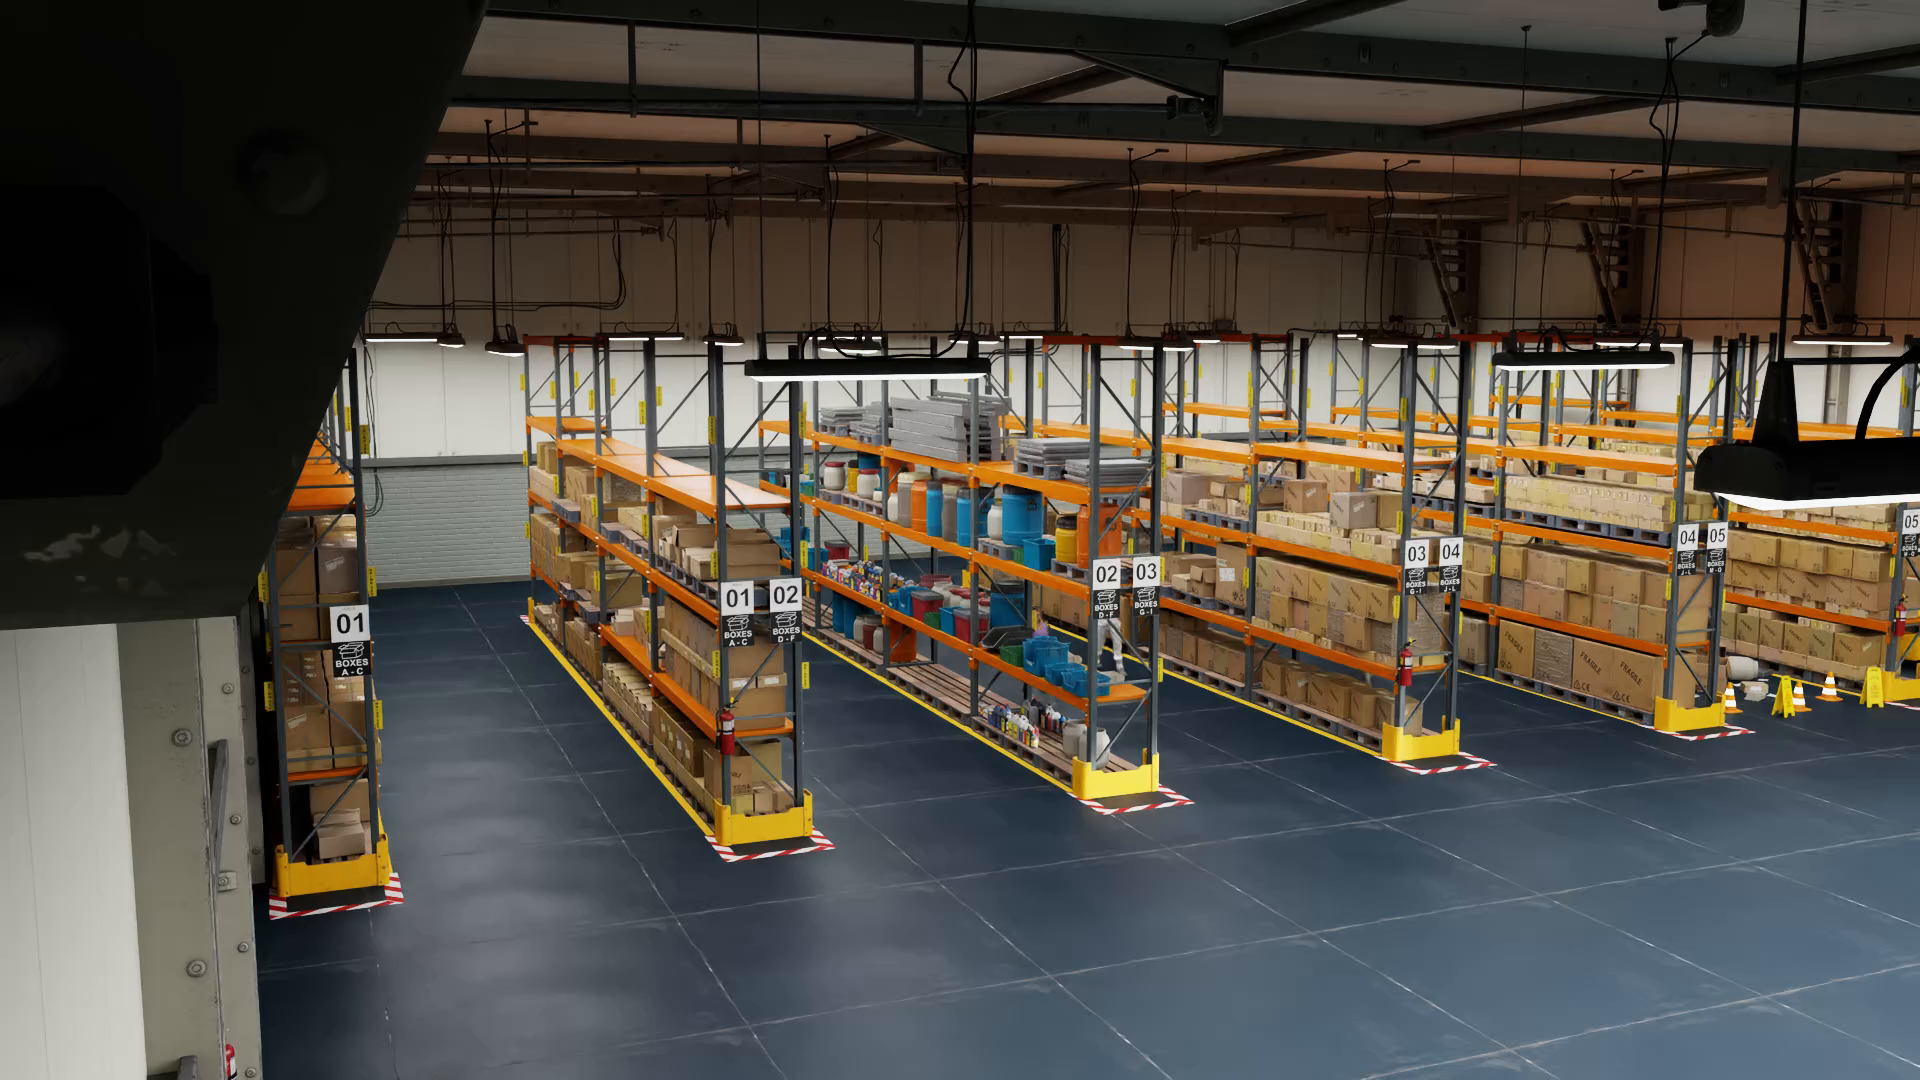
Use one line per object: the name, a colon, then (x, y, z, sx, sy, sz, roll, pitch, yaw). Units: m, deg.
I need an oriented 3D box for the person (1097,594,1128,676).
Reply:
person: (2.679, 1.508, 29.693, 0.608, 1.726, 1.068, -3, 8, -19)

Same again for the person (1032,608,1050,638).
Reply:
person: (1.316, 1.783, 27.277, 0.436, 1.342, 0.975, -5, 9, -32)

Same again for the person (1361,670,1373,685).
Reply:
person: (6.863, 1.775, 27.740, 0.577, 1.783, 0.696, -2, 8, -14)
